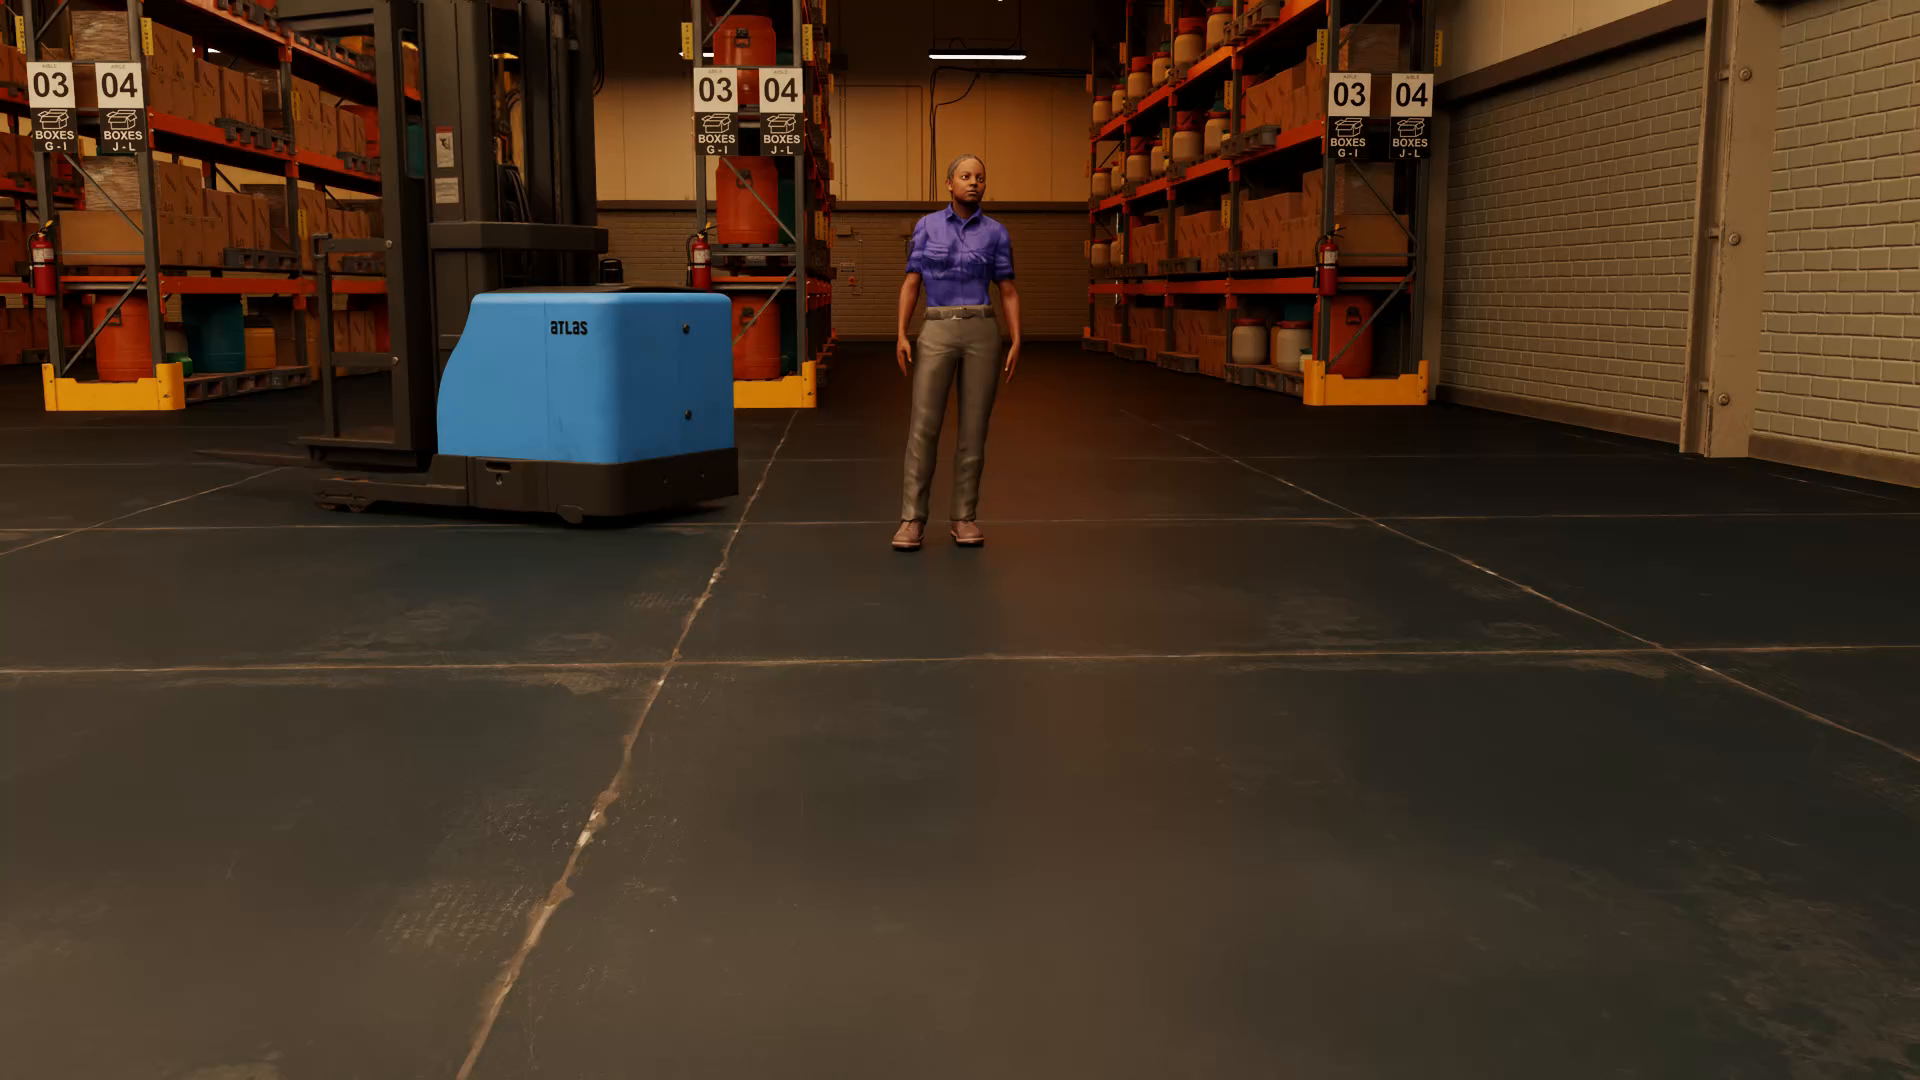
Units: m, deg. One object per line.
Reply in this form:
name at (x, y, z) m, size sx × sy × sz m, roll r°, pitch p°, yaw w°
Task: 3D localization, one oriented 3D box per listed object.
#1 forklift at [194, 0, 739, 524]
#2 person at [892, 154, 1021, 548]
forklift at (-2.663, -1.650, 8.441) m, size 3.031 × 2.935 × 1.130 m, roll 4°, pitch 9°, yaw 27°
person at (-0.015, -0.813, 7.099) m, size 0.569 × 1.656 × 0.503 m, roll -1°, pitch 8°, yaw -4°
